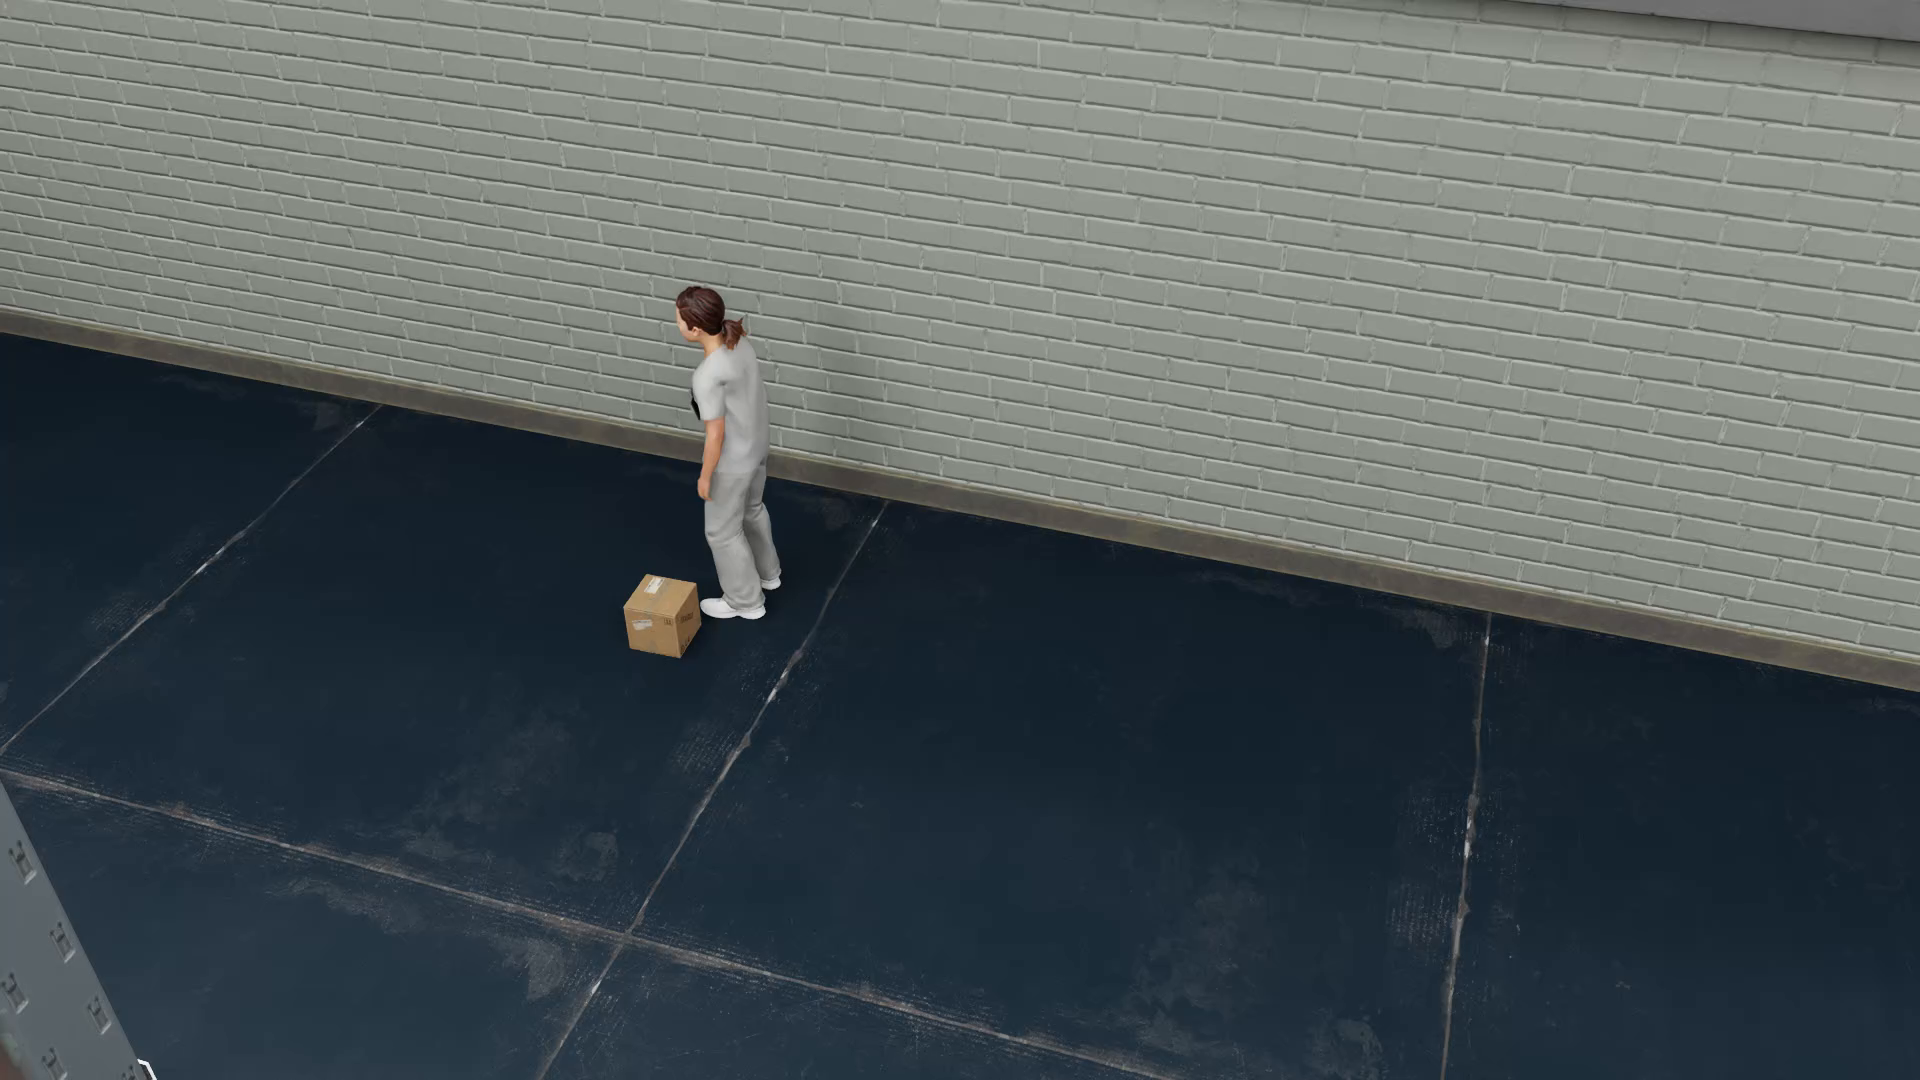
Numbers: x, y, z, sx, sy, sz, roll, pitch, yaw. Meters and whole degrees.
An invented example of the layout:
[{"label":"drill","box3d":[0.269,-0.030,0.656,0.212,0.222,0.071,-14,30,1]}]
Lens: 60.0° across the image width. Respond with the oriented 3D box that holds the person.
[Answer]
[{"label":"person","box3d":[-1.022,-0.376,7.392,0.348,1.667,0.504,10,38,13]}]
